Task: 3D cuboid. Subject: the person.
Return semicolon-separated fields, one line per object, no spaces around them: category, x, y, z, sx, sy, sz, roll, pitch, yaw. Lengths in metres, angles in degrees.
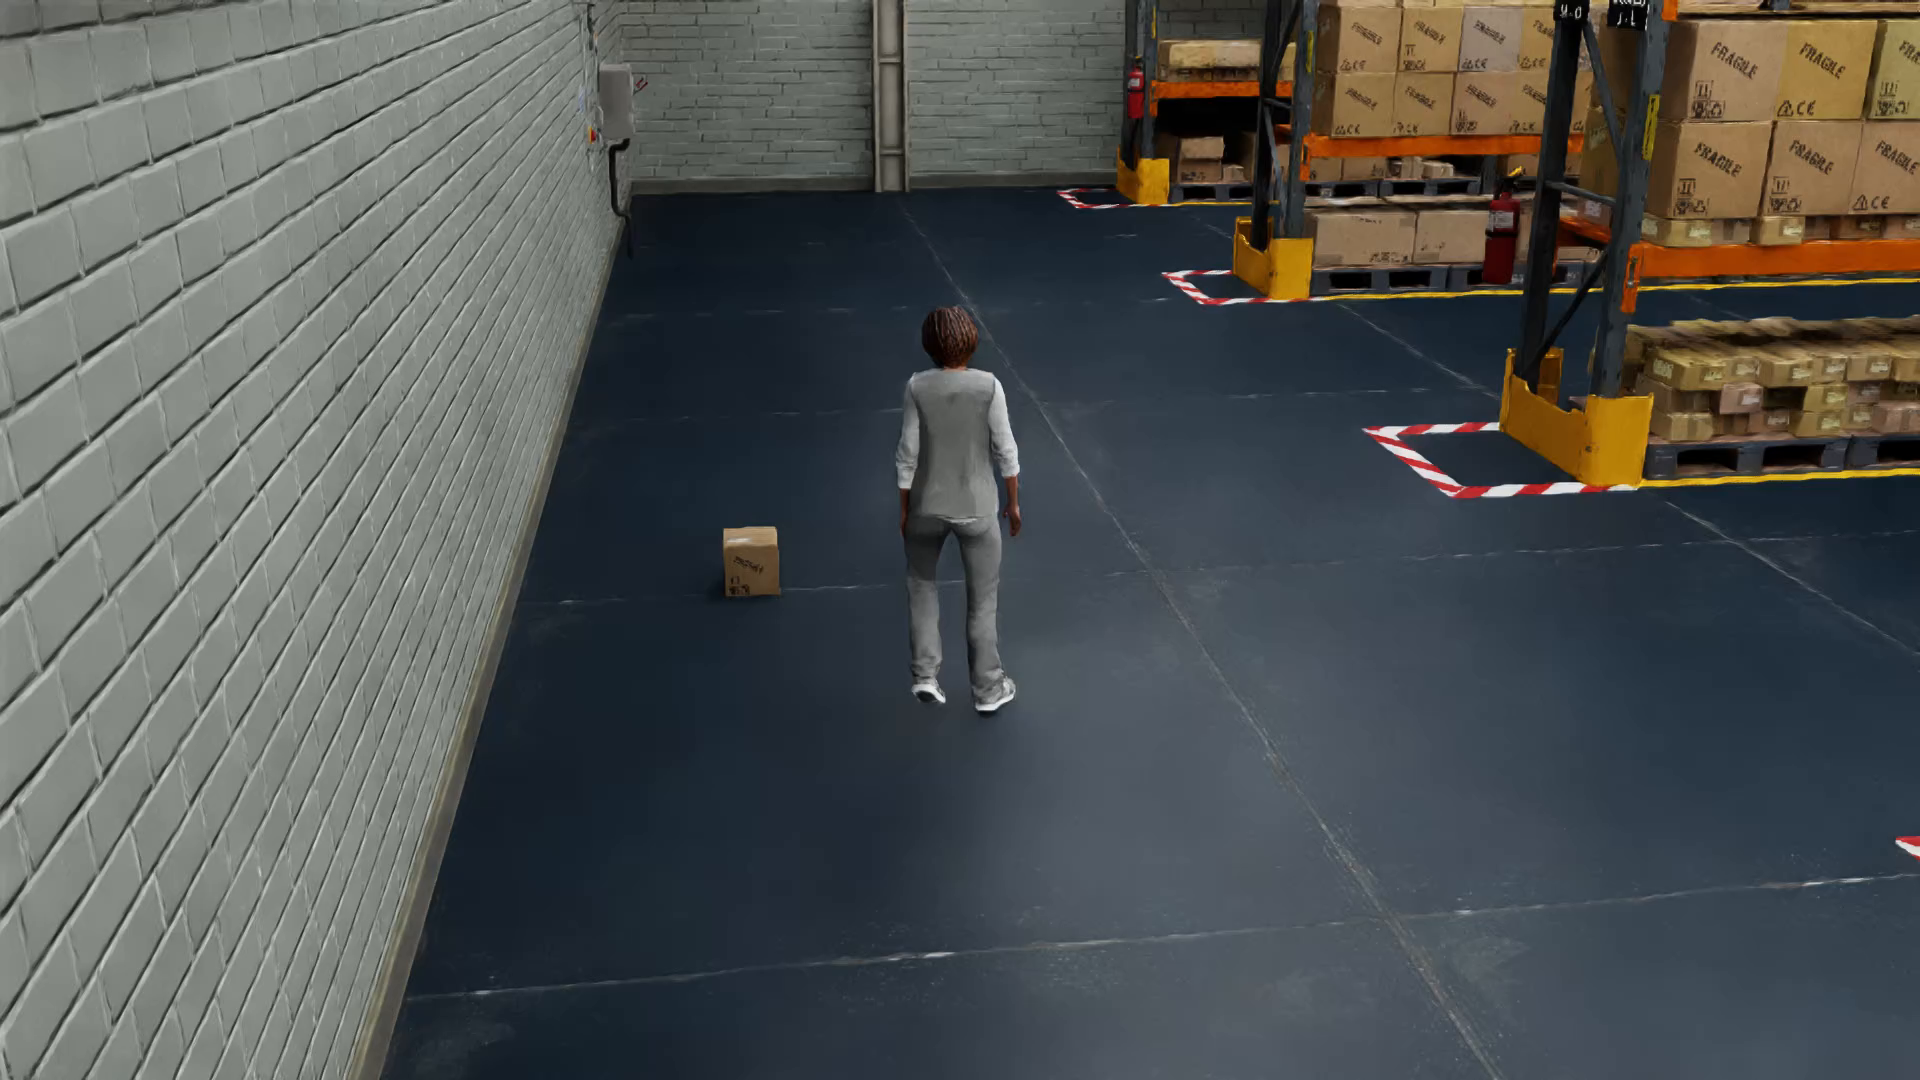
person;-0.010;-0.083;6.279;0.467;1.594;0.402;2;20;5
